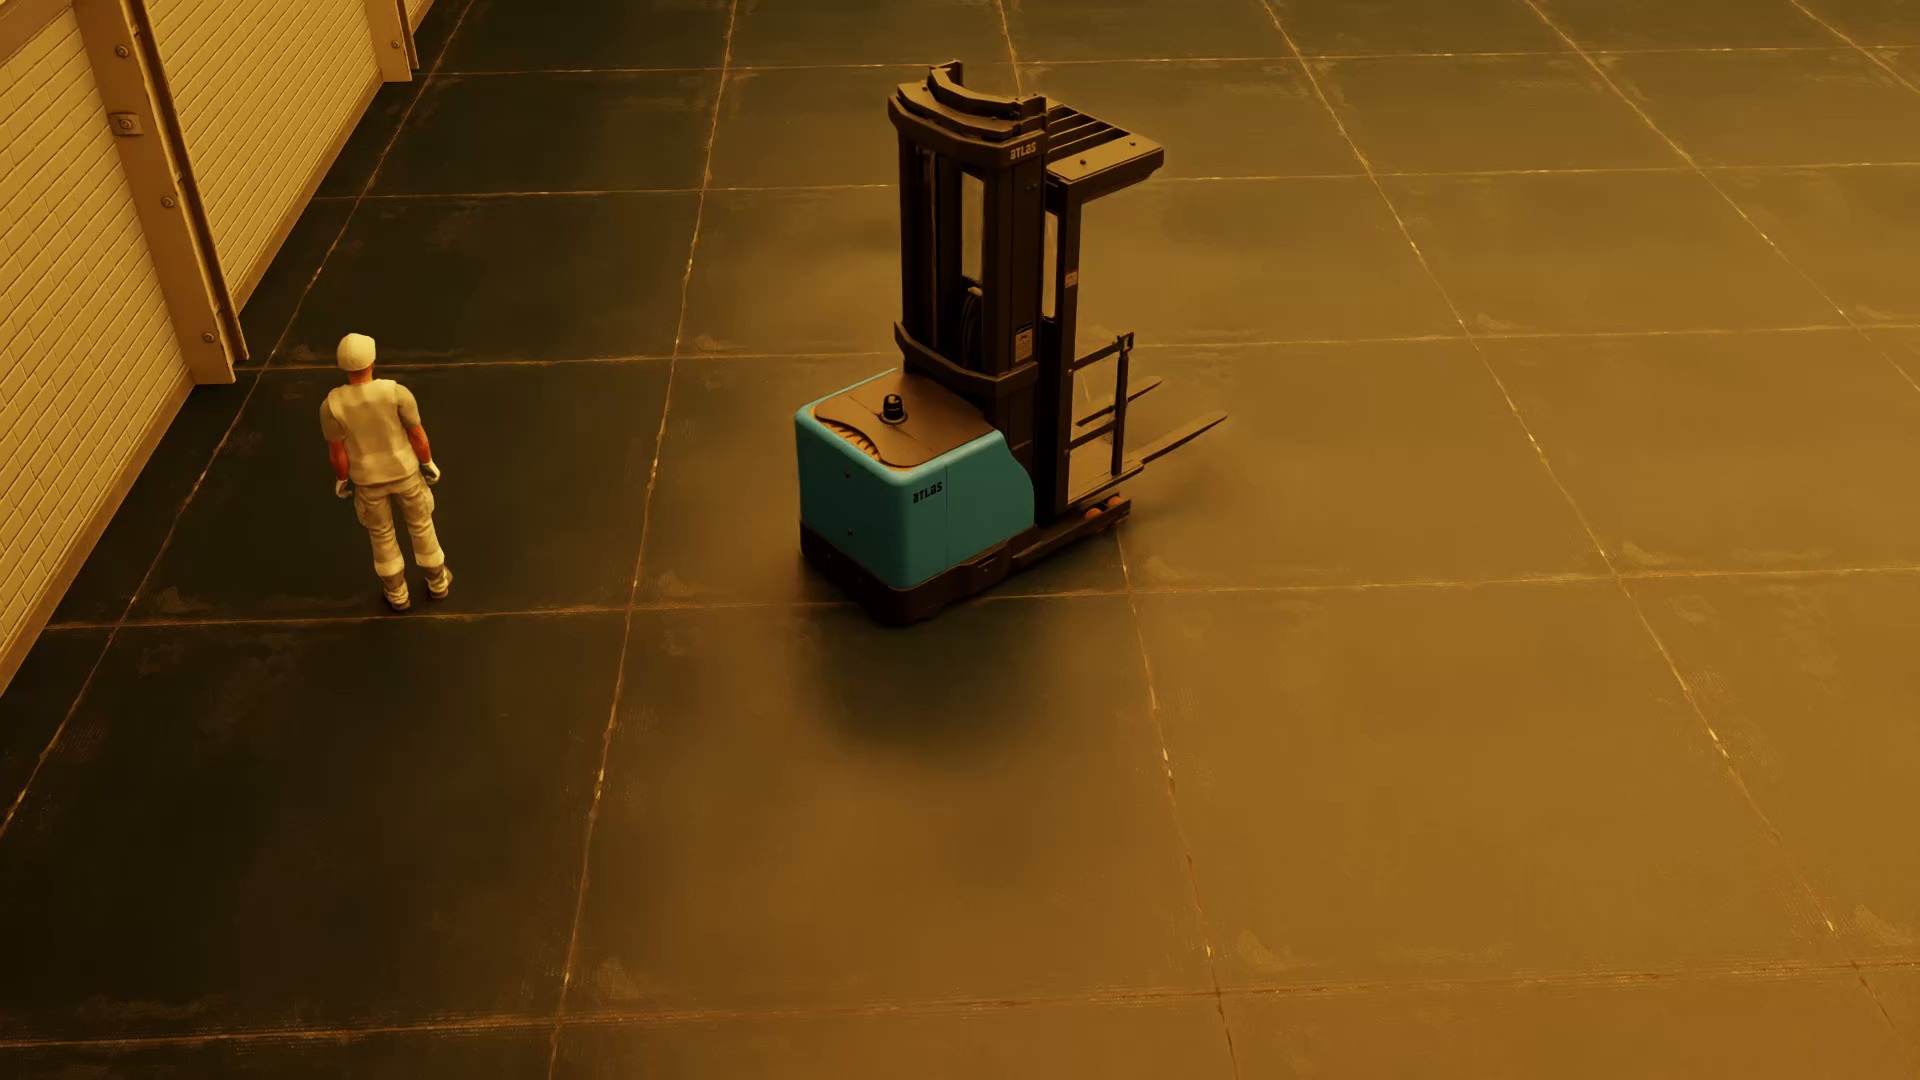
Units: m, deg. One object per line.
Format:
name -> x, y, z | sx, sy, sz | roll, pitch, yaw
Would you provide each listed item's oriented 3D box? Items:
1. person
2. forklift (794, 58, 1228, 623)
person -> -3.289, -0.396, 9.524 | 0.580, 1.795, 0.364 | -12, 38, -16
forklift -> 0.459, -1.431, 9.975 | 3.031, 2.935, 1.130 | -27, 44, -32
